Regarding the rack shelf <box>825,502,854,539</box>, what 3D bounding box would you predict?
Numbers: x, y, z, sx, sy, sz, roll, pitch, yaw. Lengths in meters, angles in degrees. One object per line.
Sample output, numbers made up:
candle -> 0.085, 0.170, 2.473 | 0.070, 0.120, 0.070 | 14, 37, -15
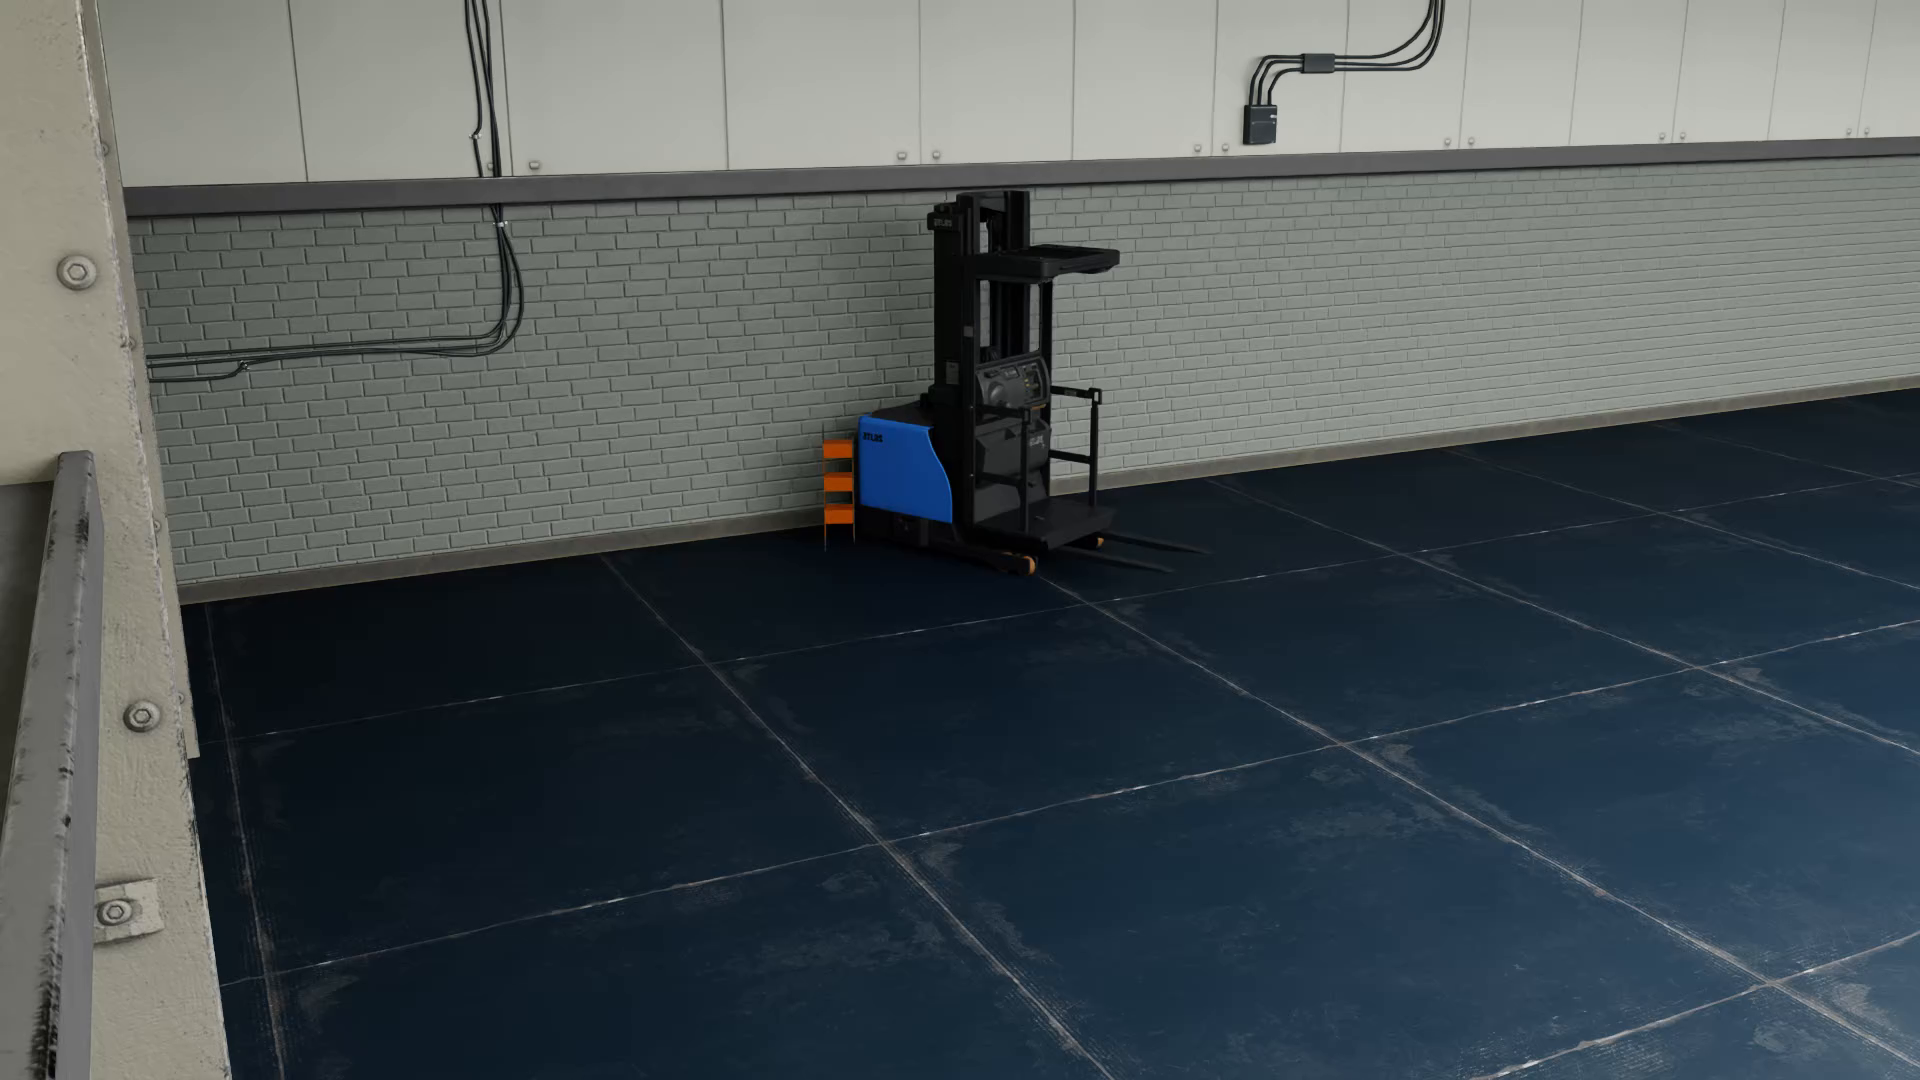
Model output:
rack shelf -> -1.013, -0.165, 13.970 | 0.240, 0.259, 0.215 | -1, 16, -3

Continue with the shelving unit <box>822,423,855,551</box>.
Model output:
shelving unit -> -1.013, -0.443, 13.890 | 0.252, 1.050, 0.215 | -1, 16, -3

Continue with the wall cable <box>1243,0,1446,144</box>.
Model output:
wall cable -> 3.733, -6.747, 15.284 | 2.305, 6.003, 0.169 | -8, 18, -25

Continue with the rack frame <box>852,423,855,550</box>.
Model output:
rack frame -> -0.891, -0.445, 13.896 | 0.008, 1.050, 0.200 | -1, 16, -3

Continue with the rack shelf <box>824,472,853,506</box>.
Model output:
rack shelf -> -1.013, -0.433, 13.893 | 0.240, 0.259, 0.215 | -1, 16, -3

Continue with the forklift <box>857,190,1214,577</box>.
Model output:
forklift -> 0.599, -1.281, 13.403 | 3.031, 2.935, 1.130 | 12, 20, 36

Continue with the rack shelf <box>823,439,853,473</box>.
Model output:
rack shelf -> -1.013, -0.705, 13.815 | 0.240, 0.259, 0.215 | -1, 16, -3

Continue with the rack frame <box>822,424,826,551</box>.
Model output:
rack frame -> -1.134, -0.441, 13.884 | 0.008, 1.050, 0.200 | -1, 16, -3

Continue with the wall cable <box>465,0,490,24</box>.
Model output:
wall cable -> -2.376, -5.231, 12.640 | 3.097, 2.526, 0.112 | -8, 18, -25

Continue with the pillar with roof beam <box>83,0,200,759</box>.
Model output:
pillar with roof beam -> -0.836, -3.599, 10.479 | 9.100, 9.000, 0.400 | -8, 18, -25

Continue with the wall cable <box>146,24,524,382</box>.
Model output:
wall cable -> -4.808, -2.477, 12.197 | 3.097, 2.526, 0.112 | -8, 18, -25
